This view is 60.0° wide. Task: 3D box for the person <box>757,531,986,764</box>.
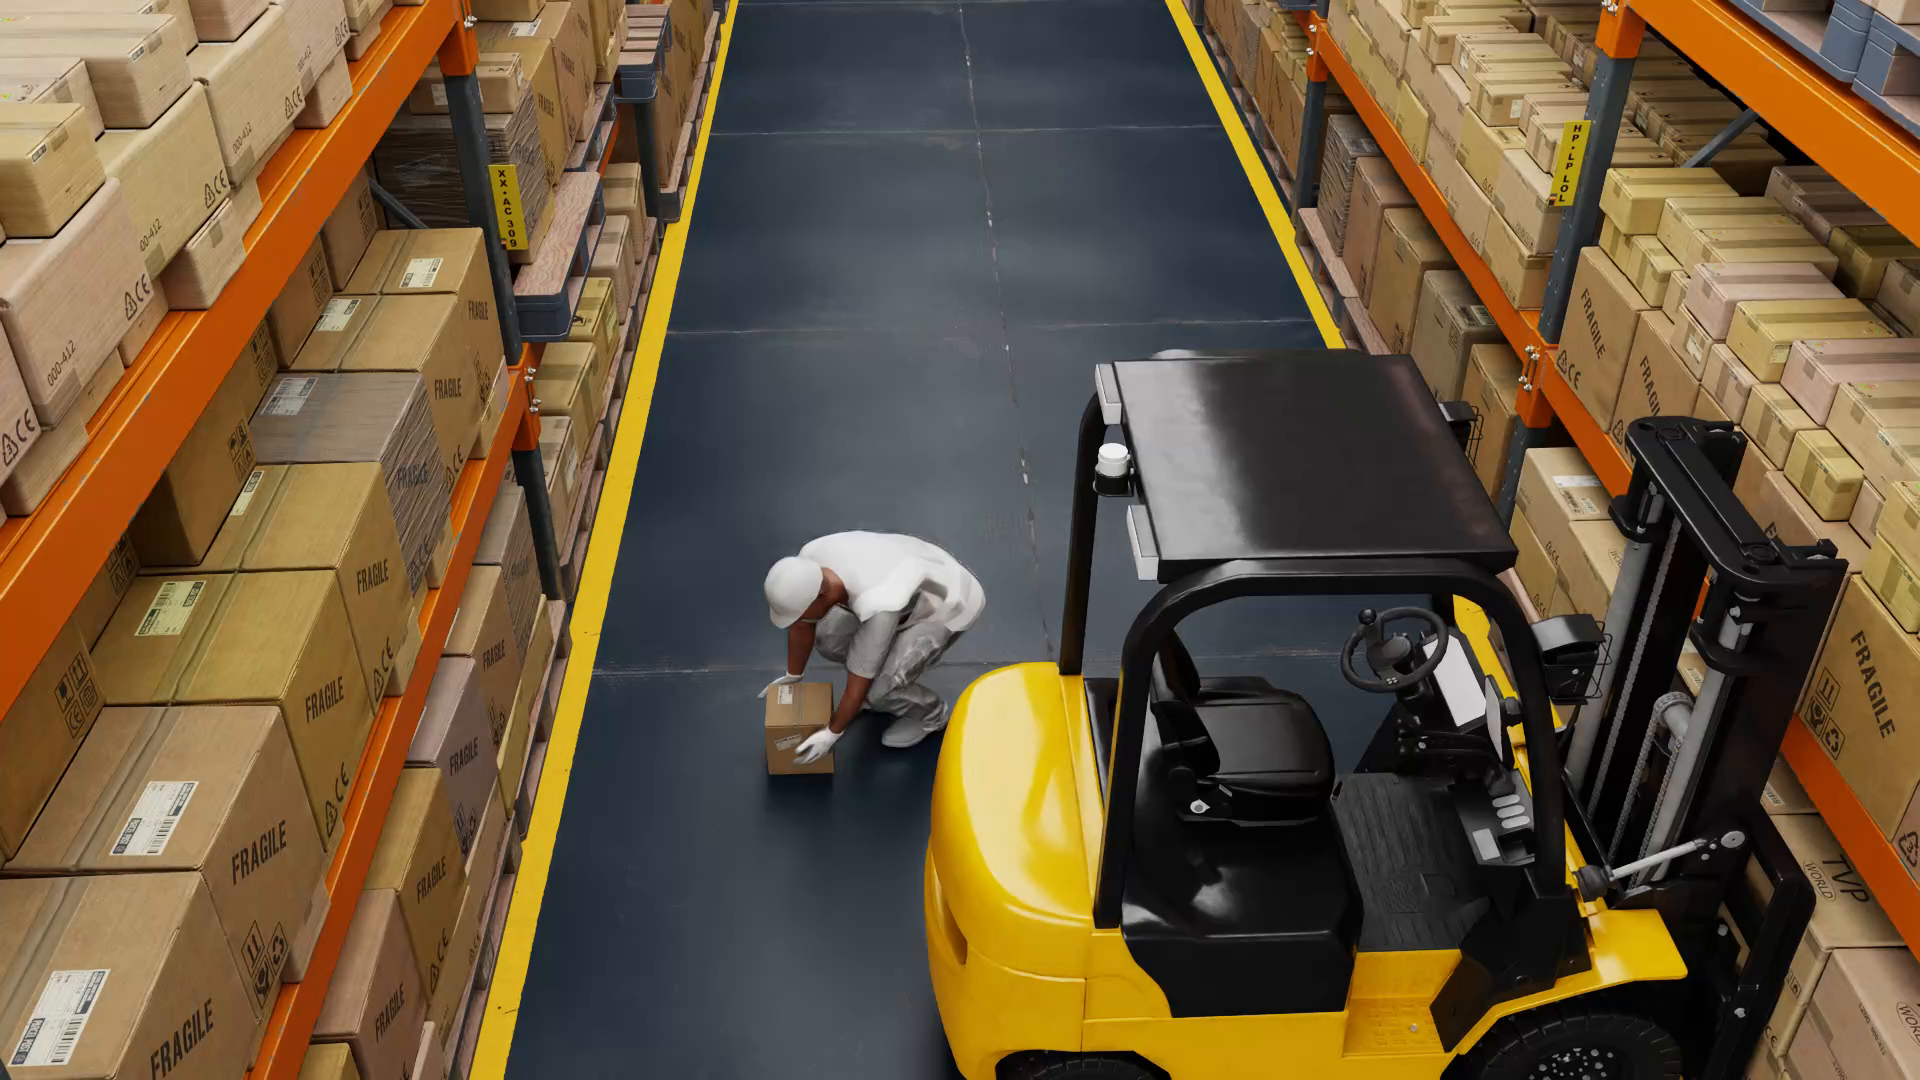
[{"bbox_3d":[-0.323,0.354,6.332,0.900,0.975,0.574,-20,39,-26],"label":"person"}]
